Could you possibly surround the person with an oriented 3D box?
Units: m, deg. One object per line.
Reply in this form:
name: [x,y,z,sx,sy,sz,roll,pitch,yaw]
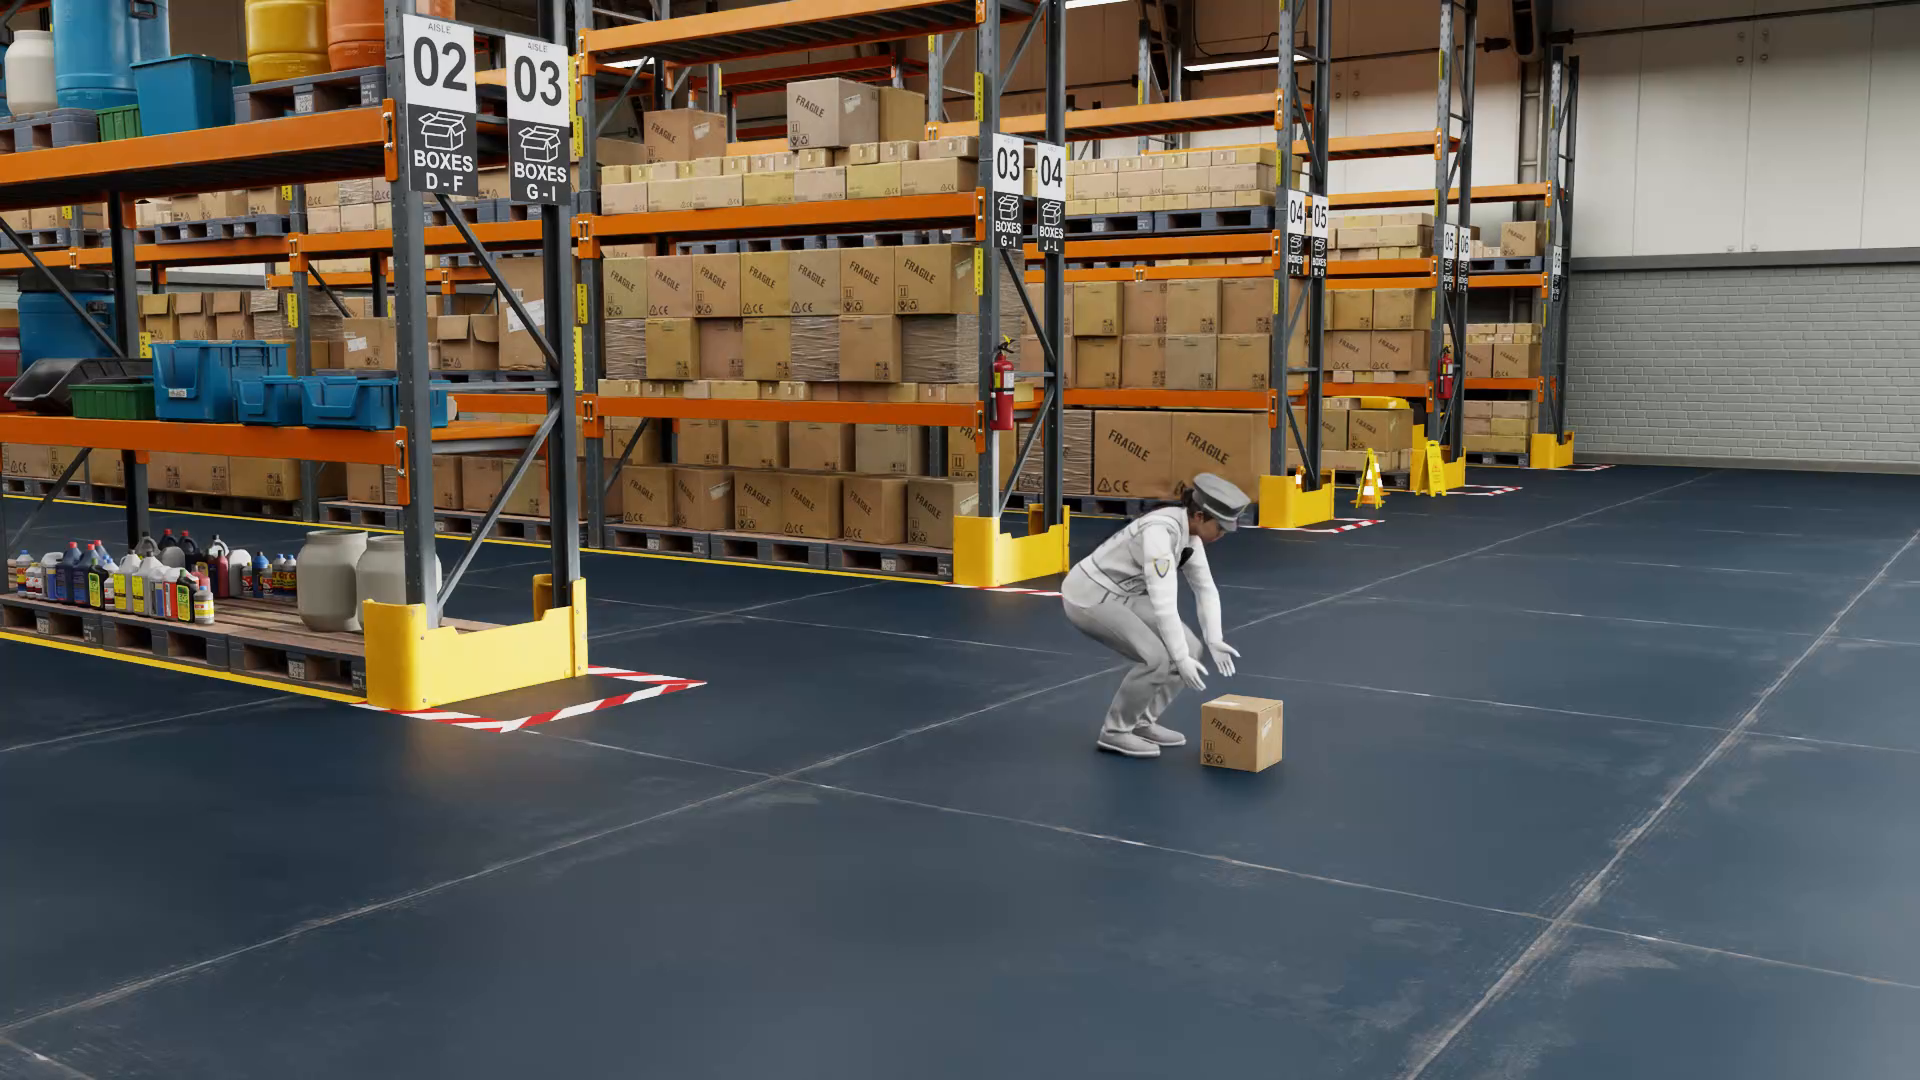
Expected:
person: [0.833,0.302,7.010,0.796,1.180,0.522,4,8,33]
